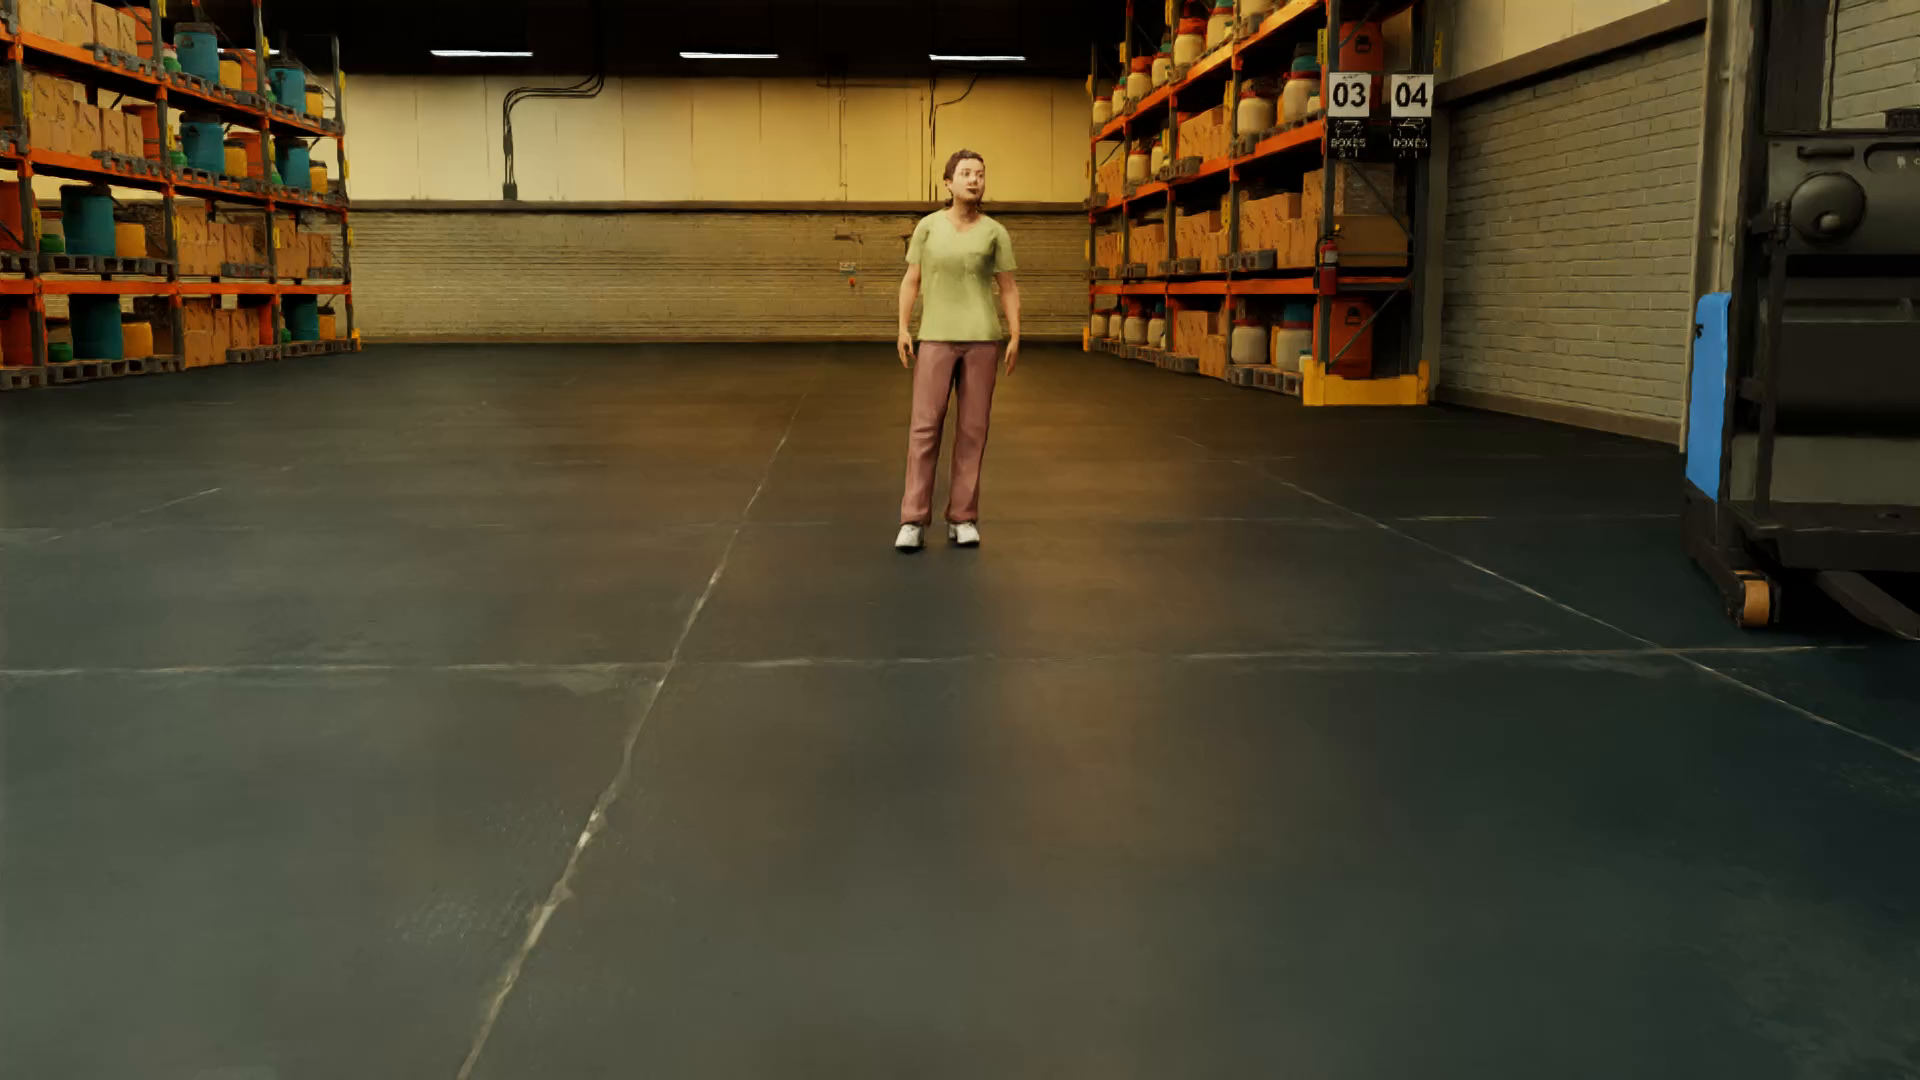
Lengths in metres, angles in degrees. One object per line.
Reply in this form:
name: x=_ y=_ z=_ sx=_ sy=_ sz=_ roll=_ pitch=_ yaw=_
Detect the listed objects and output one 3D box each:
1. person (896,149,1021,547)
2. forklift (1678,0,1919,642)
person: x=-0.007 y=-0.819 z=7.113 sx=0.554 sy=1.663 sz=0.548 roll=-1 pitch=8 yaw=-4
forklift: x=3.119 y=-1.182 z=5.292 sx=1.130 sy=2.935 sz=3.031 roll=2 pitch=9 yaw=16
